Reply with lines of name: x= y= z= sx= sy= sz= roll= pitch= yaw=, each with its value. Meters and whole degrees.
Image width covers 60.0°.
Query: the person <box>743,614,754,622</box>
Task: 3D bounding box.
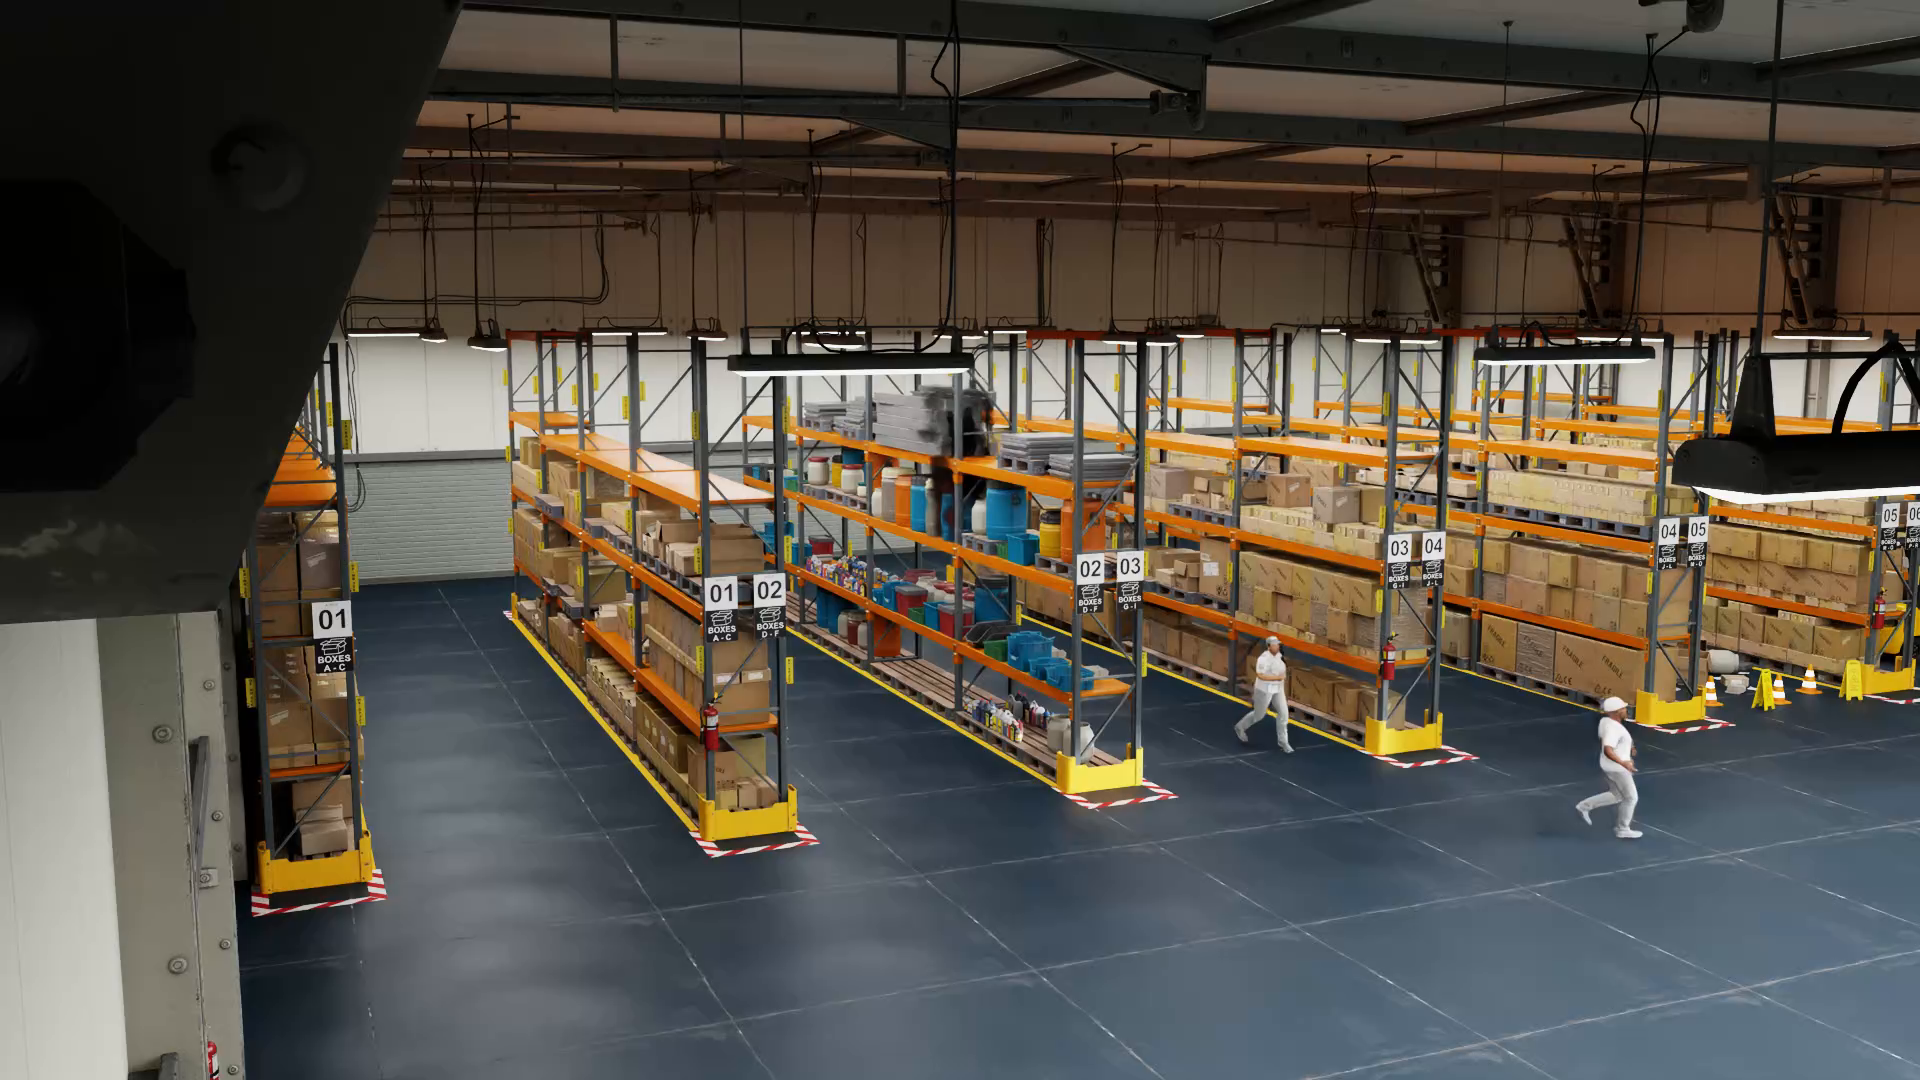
person: x=-3.801 y=1.486 z=29.399 sx=0.678 sy=1.781 sz=1.184 roll=-4 pitch=9 yaw=-24

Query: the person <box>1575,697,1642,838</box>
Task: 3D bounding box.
person: x=7.897 y=2.751 z=20.127 sx=0.770 sy=1.729 sz=0.700 roll=1 pitch=8 yaw=9

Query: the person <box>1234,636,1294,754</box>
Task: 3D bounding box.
person: x=4.481 y=2.219 z=24.282 sx=0.614 sy=1.697 sz=0.930 roll=-6 pitch=10 yaw=-37
